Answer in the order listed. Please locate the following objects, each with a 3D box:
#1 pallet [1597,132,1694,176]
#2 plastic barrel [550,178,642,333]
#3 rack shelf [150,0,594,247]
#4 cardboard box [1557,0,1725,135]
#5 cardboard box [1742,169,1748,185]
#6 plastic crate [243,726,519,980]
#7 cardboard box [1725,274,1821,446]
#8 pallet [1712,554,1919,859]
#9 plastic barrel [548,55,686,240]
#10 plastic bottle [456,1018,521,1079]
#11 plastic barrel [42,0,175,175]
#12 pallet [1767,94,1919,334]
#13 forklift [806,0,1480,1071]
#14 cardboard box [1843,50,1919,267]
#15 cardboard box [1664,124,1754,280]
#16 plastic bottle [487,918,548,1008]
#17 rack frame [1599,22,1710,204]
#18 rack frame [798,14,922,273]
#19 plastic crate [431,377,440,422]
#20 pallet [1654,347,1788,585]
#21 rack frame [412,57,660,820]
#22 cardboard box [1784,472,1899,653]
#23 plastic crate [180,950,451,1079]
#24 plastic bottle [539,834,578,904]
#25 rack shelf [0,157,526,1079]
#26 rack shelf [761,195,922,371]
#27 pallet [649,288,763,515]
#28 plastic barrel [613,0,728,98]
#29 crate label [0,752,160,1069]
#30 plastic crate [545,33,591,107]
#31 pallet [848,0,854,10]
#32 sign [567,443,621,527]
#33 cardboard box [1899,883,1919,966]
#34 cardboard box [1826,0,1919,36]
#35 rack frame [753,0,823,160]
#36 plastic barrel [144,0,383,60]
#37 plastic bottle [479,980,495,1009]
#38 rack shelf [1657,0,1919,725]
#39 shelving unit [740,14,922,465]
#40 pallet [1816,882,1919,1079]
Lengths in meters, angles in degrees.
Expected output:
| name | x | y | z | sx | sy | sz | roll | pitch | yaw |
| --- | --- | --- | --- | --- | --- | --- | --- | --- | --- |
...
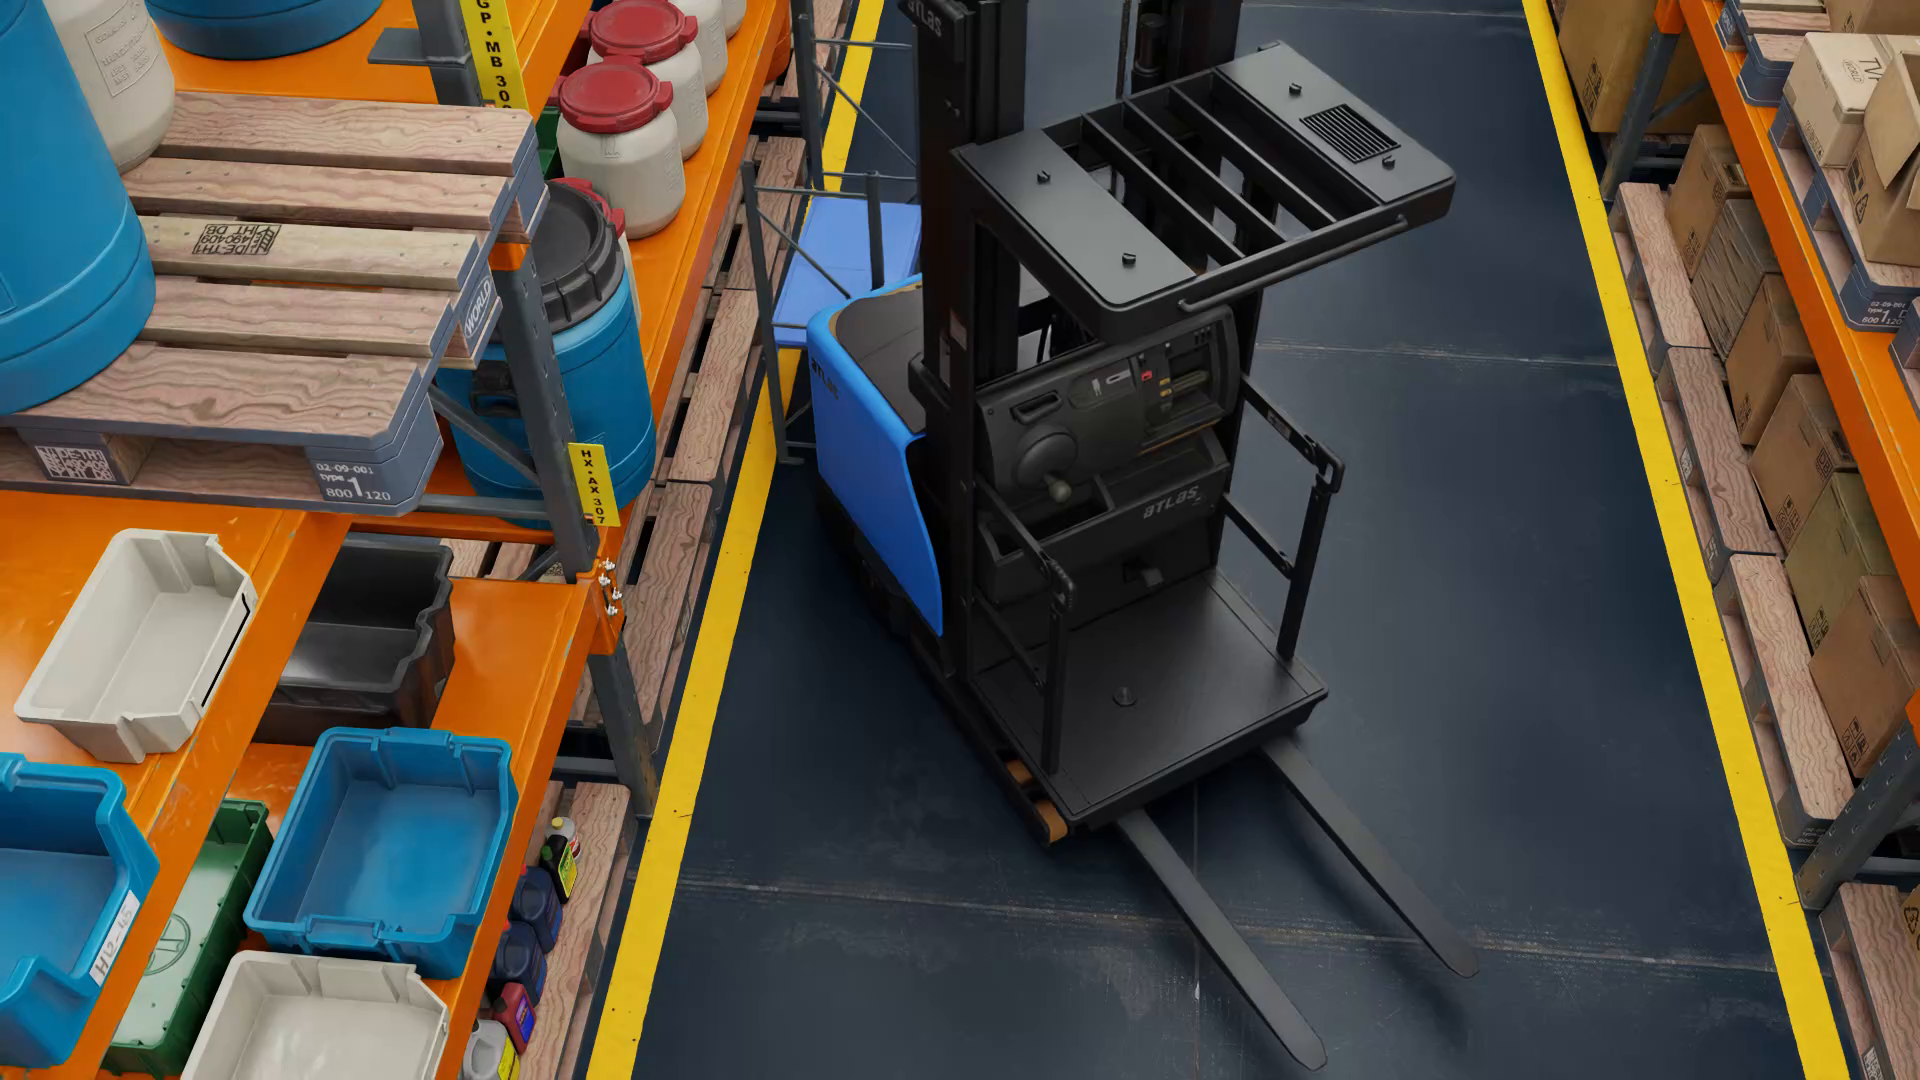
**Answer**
| name | x | y | z | sx | sy | sz | roll | pitch | yaw |
| --- | --- | --- | --- | --- | --- | --- | --- | --- | --- |
| pallet | 3.865 | -2.344 | 8.777 | 1.003 | 0.211 | 1.213 | 4 | 48 | 4 |
| plastic barrel | -1.273 | -0.839 | 5.419 | 0.433 | 0.535 | 0.433 | 0 | 48 | 0 |
| rack shelf | -1.396 | -2.344 | 5.342 | 1.077 | 0.370 | 4.000 | 4 | 48 | 4 |
| cardboard box | 3.802 | -2.642 | 8.314 | 1.225 | 0.875 | 0.875 | 2 | 48 | 2 |
| cardboard box | 3.687 | -1.775 | 7.254 | 0.500 | 0.250 | 0.500 | 6 | 48 | 5 |
| plastic crate | -1.409 | 0.777 | 4.134 | 0.499 | 0.251 | 0.616 | 4 | 48 | 4 |
| cardboard box | 3.595 | -0.697 | 6.776 | 0.700 | 0.500 | 0.500 | 7 | 48 | 7 |
| pallet | 3.423 | 0.597 | 6.087 | 1.003 | 0.211 | 1.213 | 4 | 48 | 4 |
| plastic barrel | -1.206 | -1.378 | 5.912 | 0.433 | 0.535 | 0.433 | 0 | 48 | 0 |
| plastic bottle | -1.397 | 1.512 | 4.858 | 0.144 | 0.351 | 0.185 | 4 | 48 | 3 |
| plastic barrel | -1.813 | -0.994 | 3.259 | 0.421 | 0.512 | 0.421 | 0 | 48 | 0 |
| pallet | 3.579 | -1.189 | 5.961 | 1.003 | 0.211 | 1.213 | 4 | 48 | 4 |
| forklift | 0.593 | -0.327 | 5.089 | 1.130 | 2.935 | 3.031 | -23 | 52 | -20 |
| cardboard box | 3.420 | -1.229 | 5.512 | 0.797 | 0.503 | 0.637 | 8 | 48 | 8 |
| cardboard box | 3.677 | -1.522 | 7.531 | 0.700 | 0.500 | 0.500 | 2 | 48 | 1 |
| plastic bottle | -1.368 | 1.274 | 5.075 | 0.144 | 0.351 | 0.185 | 2 | 48 | 2 |
| rack frame | 3.719 | -2.711 | 7.223 | 1.000 | 3.000 | 0.127 | 4 | 48 | 4 |
| rack frame | -0.390 | -1.567 | 7.190 | 0.500 | 1.500 | 0.032 | 6 | 48 | 6 |
| plastic crate | -1.839 | -0.503 | 5.160 | 0.402 | 0.464 | 0.583 | 4 | 48 | 4 |
| pallet | 3.532 | -0.302 | 6.909 | 1.003 | 0.211 | 1.213 | 4 | 48 | 4 |
| rack frame | -1.578 | -0.105 | 4.839 | 1.000 | 3.000 | 0.127 | 4 | 48 | 4 |
| cardboard box | 3.494 | 0.124 | 6.025 | 0.700 | 0.500 | 0.500 | 4 | 48 | 3 |
| plastic crate | -1.474 | 1.194 | 3.830 | 0.530 | 0.136 | 0.437 | 4 | 48 | 4 |
| plastic bottle | -1.294 | 1.039 | 5.336 | 0.061 | 0.283 | 0.133 | 6 | 48 | 5 |
| rack shelf | -1.761 | 0.595 | 2.654 | 1.077 | 0.370 | 4.000 | 4 | 48 | 4 |
| rack shelf | -0.460 | -1.074 | 6.982 | 0.538 | 0.185 | 1.000 | 6 | 48 | 6 |
| pallet | -1.437 | -0.642 | 7.221 | 1.003 | 0.211 | 1.213 | 4 | 48 | 4 |
| plastic barrel | -1.133 | -2.002 | 6.499 | 0.421 | 0.512 | 0.421 | 0 | 48 | 0 |
| crate label | -1.443 | 0.519 | 2.336 | 0.502 | 0.251 | 0.408 | 4 | 48 | 4 |
| plastic crate | -1.666 | -1.899 | 6.437 | 0.402 | 0.464 | 0.583 | 4 | 48 | 4 |
| pallet | -1.070 | -3.579 | 9.907 | 1.003 | 0.211 | 1.213 | 4 | 48 | 4 |
| sign | -1.032 | -0.153 | 4.696 | 0.100 | 0.325 | 0.005 | 4 | 48 | 4 |
| cardboard box | 3.278 | 1.221 | 5.036 | 0.500 | 0.500 | 0.500 | 3 | 48 | 2 |
| cardboard box | 3.758 | -2.070 | 6.284 | 0.700 | 0.500 | 0.500 | 10 | 48 | 9 |
| rack frame | -1.214 | -3.044 | 7.528 | 1.000 | 3.000 | 0.127 | 4 | 48 | 4 |
| plastic barrel | -1.748 | -1.675 | 3.902 | 0.600 | 0.901 | 0.708 | 4 | 48 | 4 |
| plastic bottle | -1.517 | 1.308 | 5.095 | 0.152 | 0.276 | 0.135 | 4 | 48 | 4 |
| rack shelf | 3.536 | -0.999 | 6.144 | 1.077 | 0.370 | 4.000 | 4 | 48 | 4 |
| shelving unit | -0.462 | -1.196 | 6.850 | 0.538 | 1.500 | 1.048 | 6 | 48 | 6 |
| pallet | 3.328 | 1.665 | 5.110 | 1.003 | 0.211 | 1.213 | 4 | 48 | 4 |
